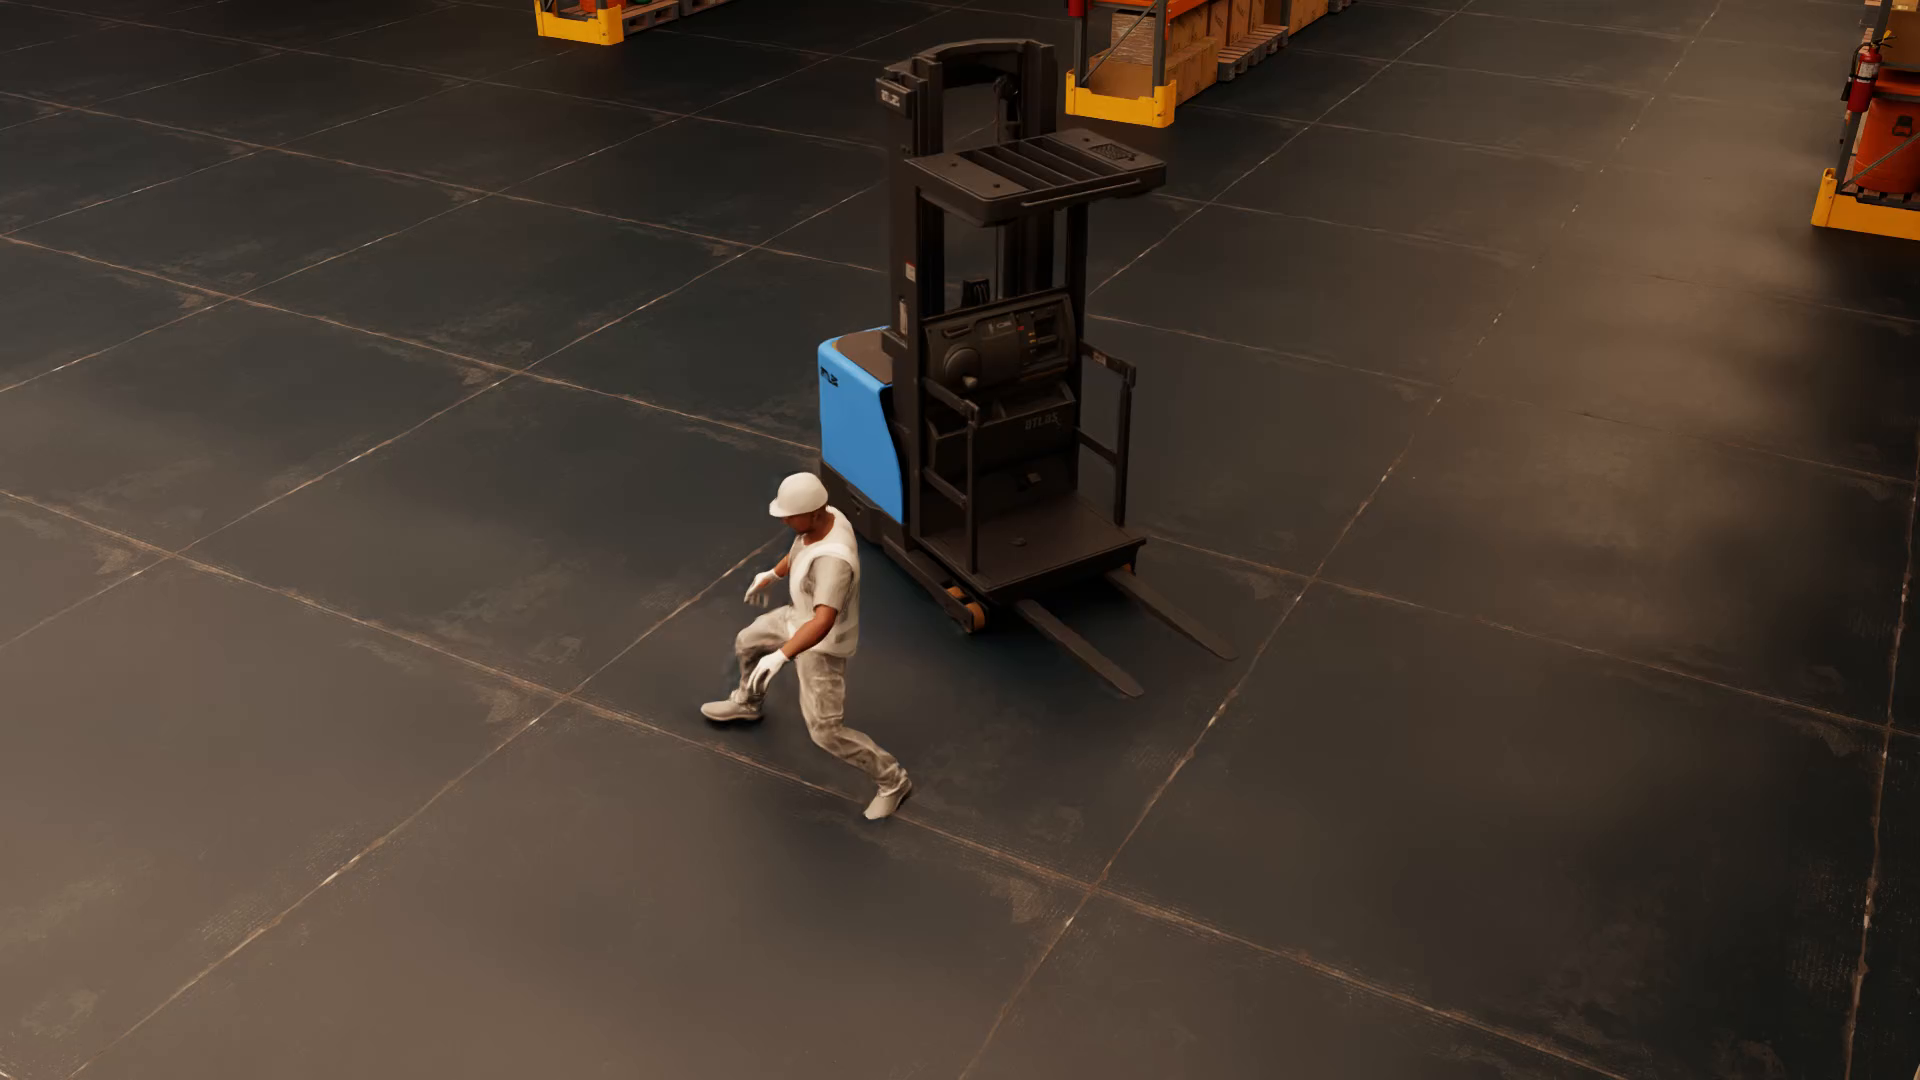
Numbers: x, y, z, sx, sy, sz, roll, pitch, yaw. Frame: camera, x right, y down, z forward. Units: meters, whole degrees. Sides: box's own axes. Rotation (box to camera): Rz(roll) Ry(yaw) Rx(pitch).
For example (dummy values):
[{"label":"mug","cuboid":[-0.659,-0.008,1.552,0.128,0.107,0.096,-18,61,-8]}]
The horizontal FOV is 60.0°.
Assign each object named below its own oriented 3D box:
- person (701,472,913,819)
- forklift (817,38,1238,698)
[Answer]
[{"label":"person","cuboid":[-0.750,0.430,7.704,0.952,1.635,1.051,-6,30,-10]},{"label":"forklift","cuboid":[0.341,-1.029,8.853,1.130,2.935,3.031,-17,34,-27]}]
